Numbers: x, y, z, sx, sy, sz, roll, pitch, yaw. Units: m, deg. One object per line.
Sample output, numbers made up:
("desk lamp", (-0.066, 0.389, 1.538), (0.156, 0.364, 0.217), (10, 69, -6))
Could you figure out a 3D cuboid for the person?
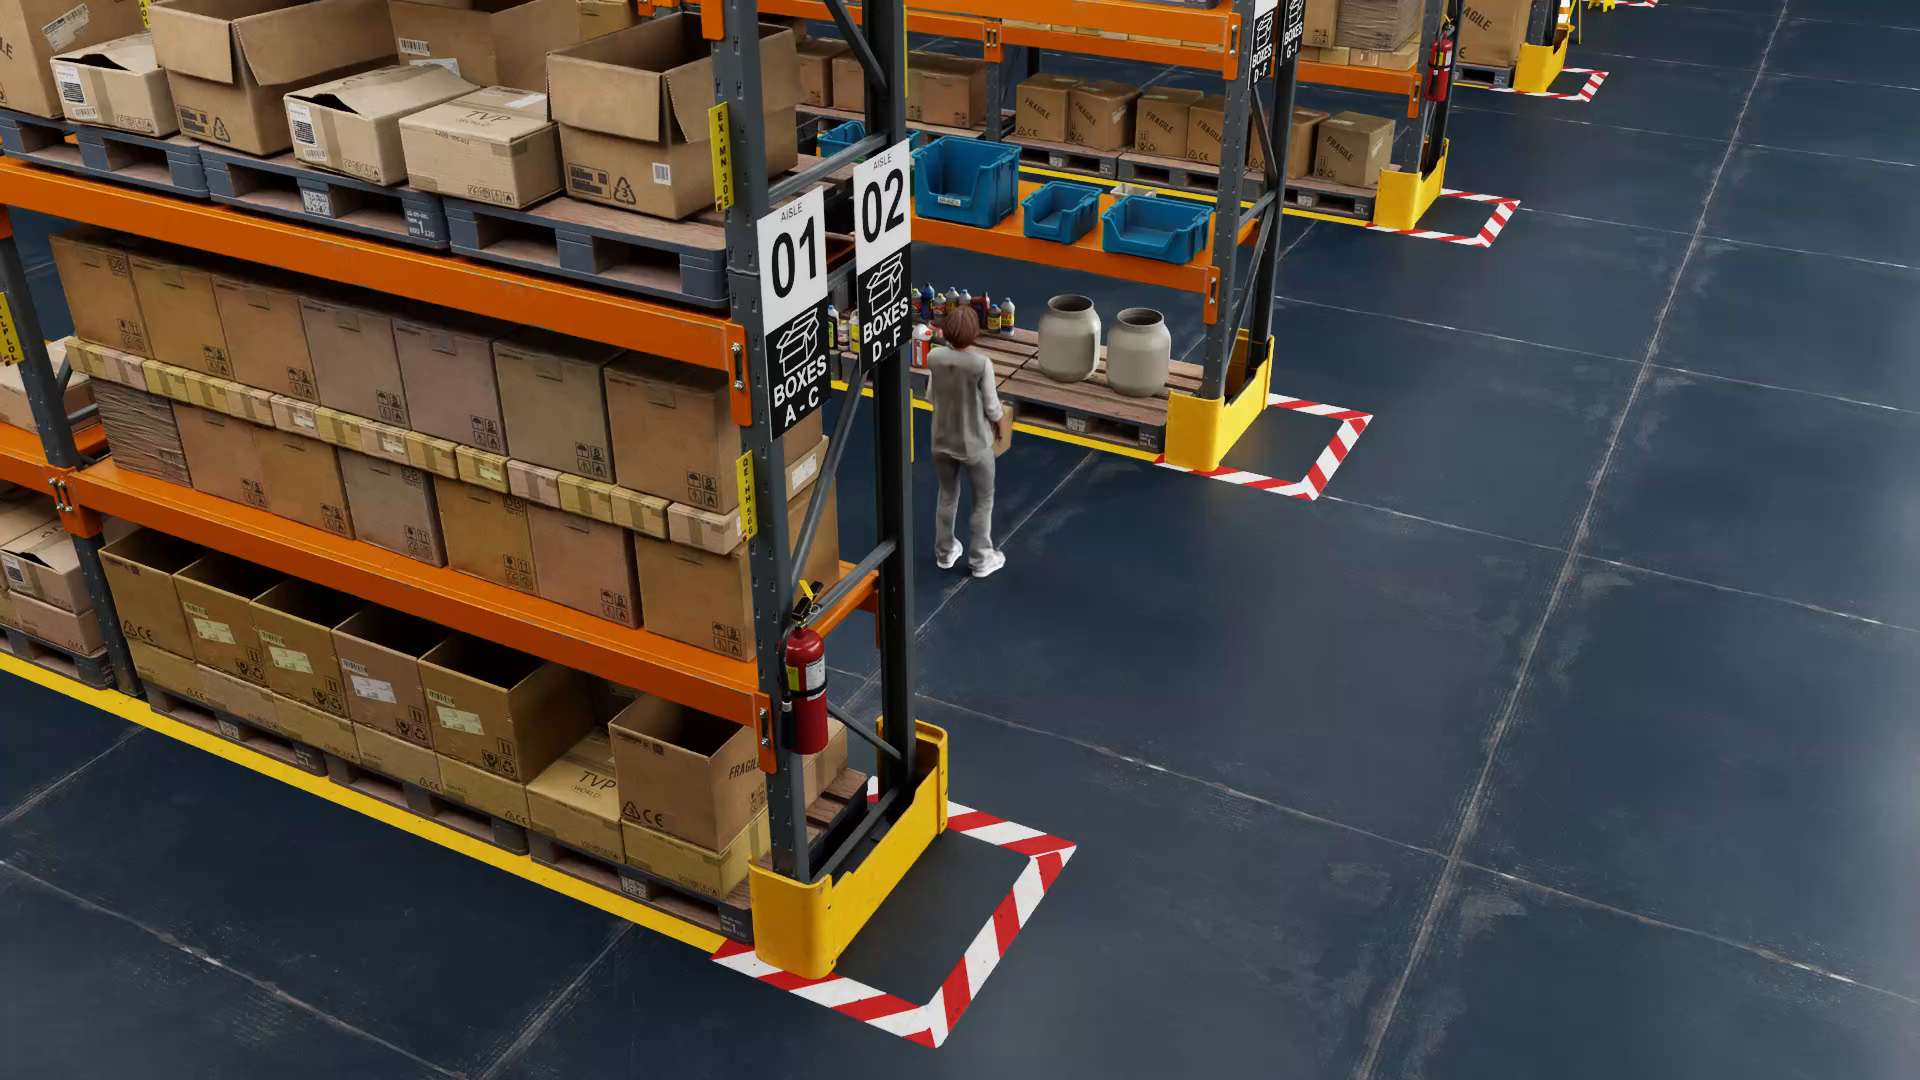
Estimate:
("person", (0.032, -0.556, 9.225), (0.444, 1.603, 0.397), (14, 33, 22))
